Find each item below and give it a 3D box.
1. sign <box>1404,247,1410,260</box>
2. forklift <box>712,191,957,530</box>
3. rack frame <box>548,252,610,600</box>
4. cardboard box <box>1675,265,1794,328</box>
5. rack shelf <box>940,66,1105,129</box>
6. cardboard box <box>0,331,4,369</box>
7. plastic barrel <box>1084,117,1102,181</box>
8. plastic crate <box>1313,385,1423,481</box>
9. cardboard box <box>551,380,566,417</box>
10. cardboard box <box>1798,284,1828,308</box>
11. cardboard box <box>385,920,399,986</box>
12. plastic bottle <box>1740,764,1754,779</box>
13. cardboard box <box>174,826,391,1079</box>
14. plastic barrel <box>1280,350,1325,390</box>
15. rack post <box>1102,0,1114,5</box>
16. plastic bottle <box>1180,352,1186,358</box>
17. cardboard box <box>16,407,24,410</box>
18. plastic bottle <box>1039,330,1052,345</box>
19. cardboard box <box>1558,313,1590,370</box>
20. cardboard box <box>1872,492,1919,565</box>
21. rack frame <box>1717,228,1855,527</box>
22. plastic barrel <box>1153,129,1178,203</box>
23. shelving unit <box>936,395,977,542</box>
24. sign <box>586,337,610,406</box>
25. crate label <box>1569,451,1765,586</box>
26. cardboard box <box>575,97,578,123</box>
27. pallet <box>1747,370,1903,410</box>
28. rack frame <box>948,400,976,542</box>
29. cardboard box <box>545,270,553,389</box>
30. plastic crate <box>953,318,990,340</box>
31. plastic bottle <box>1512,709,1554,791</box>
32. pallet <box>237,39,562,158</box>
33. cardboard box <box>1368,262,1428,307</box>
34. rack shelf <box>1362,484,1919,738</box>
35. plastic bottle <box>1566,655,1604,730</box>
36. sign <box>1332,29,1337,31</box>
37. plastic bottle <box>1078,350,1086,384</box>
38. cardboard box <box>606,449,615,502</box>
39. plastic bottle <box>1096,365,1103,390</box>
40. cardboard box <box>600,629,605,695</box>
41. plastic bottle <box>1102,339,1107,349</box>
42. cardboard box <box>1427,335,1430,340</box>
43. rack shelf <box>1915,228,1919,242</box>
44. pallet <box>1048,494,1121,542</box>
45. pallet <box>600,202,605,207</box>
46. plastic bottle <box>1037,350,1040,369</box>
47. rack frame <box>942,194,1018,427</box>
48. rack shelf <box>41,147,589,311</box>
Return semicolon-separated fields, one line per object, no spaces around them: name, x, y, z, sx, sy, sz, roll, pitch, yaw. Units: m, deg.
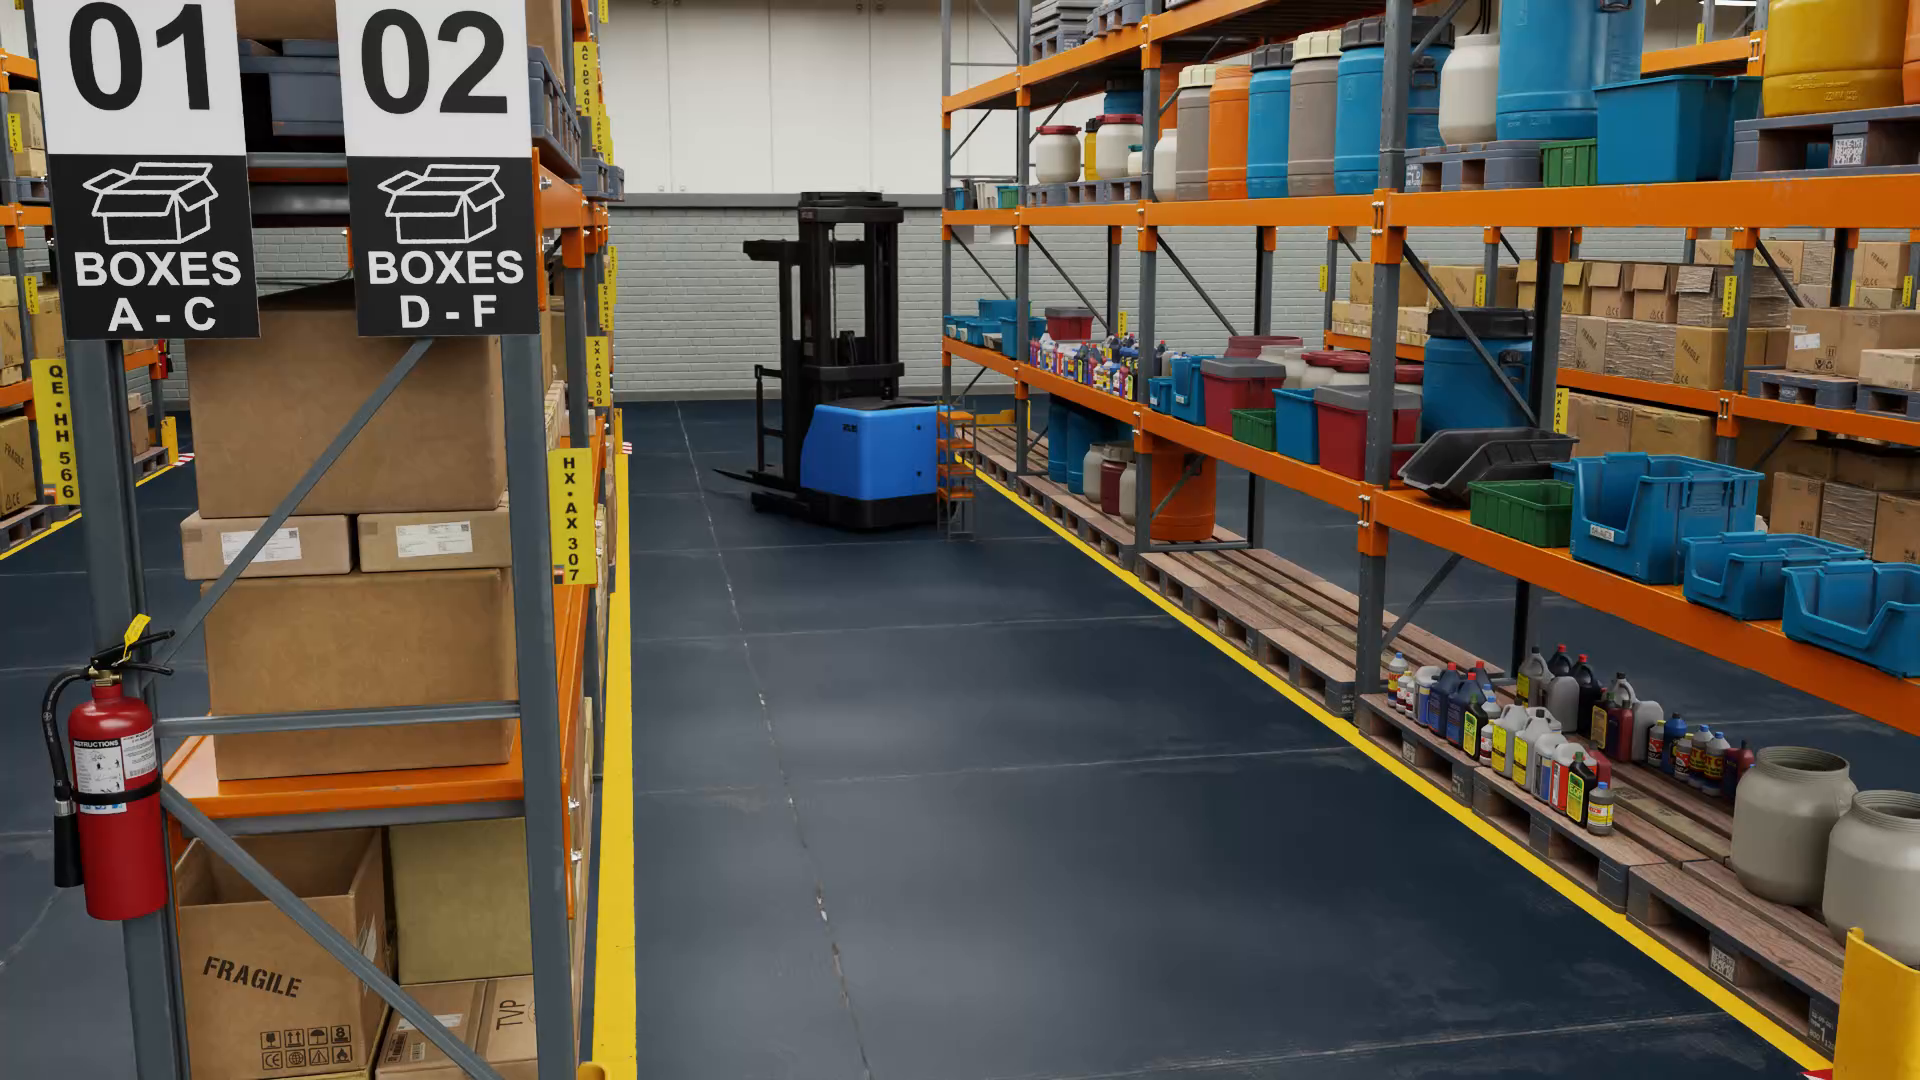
sign;5.679;-3.568;21.189;0.100;0.325;0.005;-2;11;-11
forklift;-1.318;-1.751;15.557;1.130;2.935;3.031;-8;13;-37
rack frame;-3.018;-1.039;11.631;1.000;3.000;0.127;-2;11;-11
cardboard box;6.573;-2.075;14.125;0.797;0.503;0.637;-2;11;-9
rack shelf;0.674;-4.716;17.899;1.077;0.370;4.000;-2;11;-11
cardboard box;-8.209;-1.628;13.610;0.500;0.500;0.500;-2;11;-11
plastic barrel;1.440;-3.564;15.250;0.600;0.588;0.600;0;11;0
plastic crate;2.225;-0.594;9.121;0.402;0.464;0.583;-2;11;-11
cardboard box;-1.977;-0.631;7.485;0.380;0.149;0.250;-2;11;-11
cardboard box;10.240;-2.754;19.580;0.500;0.500;0.500;-2;11;-11
cardboard box;-1.966;1.394;5.080;0.500;0.250;0.500;-2;11;-11
plastic bottle;3.330;1.045;6.992;0.097;0.201;0.097;0;11;0
cardboard box;-1.859;1.117;4.530;0.500;0.500;0.500;-2;11;-11
plastic barrel;2.333;-1.015;11.207;0.421;0.512;0.421;0;11;0
rack post;1.660;-4.259;12.710;0.954;0.300;0.937;-2;11;-11
plastic bottle;1.894;-1.465;14.186;0.061;0.283;0.133;-2;11;-11
cardboard box;-9.122;-1.234;16.485;0.380;0.149;0.250;-2;11;-12
plastic bottle;0.822;-1.844;15.993;0.144;0.351;0.185;-2;11;-11
cardboard box;5.961;-1.903;15.907;0.500;0.500;0.500;-2;11;-12
cardboard box;7.087;-0.059;11.994;0.700;0.500;0.500;-1;11;-6
rack frame;6.700;-1.398;13.520;1.000;3.000;0.127;-2;11;-11
plastic barrel;1.601;-2.678;11.925;0.421;0.512;0.421;0;11;0
shelving unit;-0.032;-0.620;14.244;0.258;1.200;0.503;-2;11;-11
sign;-1.696;-0.790;7.796;0.100;0.325;0.005;-2;11;-11
crate label;2.774;-0.096;6.583;0.502;0.435;0.616;-2;11;-11
cardboard box;-3.928;-3.874;15.563;0.700;0.500;0.500;-2;11;-11
pallet;6.943;-1.177;12.872;1.213;0.211;1.003;-2;11;-11
rack frame;0.015;-0.575;14.009;0.240;1.200;0.015;-2;11;-11
cardboard box;-2.148;-0.910;7.219;0.700;0.500;0.500;-2;11;-11
plastic crate;0.138;-2.455;19.357;0.416;0.233;0.300;-2;11;-11
plastic bottle;2.525;0.911;7.298;0.144;0.351;0.185;-2;11;-9
pallet;-1.574;-1.132;4.336;1.003;0.211;1.213;-2;11;-11
cardboard box;5.176;-3.022;19.651;0.500;0.500;0.500;-2;11;-13
rack shelf;3.008;0.236;6.859;1.077;0.370;4.000;-2;11;-11
plastic bottle;3.064;0.744;8.175;0.144;0.351;0.185;-3;11;-14
sign;4.598;-6.330;20.466;0.100;0.325;0.005;-2;11;-11
plastic bottle;1.060;-1.487;14.301;0.061;0.283;0.133;-2;11;-11
cardboard box;-3.234;-0.497;14.296;0.500;0.500;0.500;-2;11;-10
plastic bottle;1.181;-1.350;13.800;0.097;0.201;0.097;0;11;0
cardboard box;-2.174;0.663;8.923;0.500;0.250;0.500;-2;11;-10
plastic bottle;1.457;-1.830;16.122;0.152;0.276;0.135;-2;11;-11
cardboard box;5.391;-2.194;18.372;0.380;0.149;0.250;-2;11;-10
rack shelf;11.195;-3.047;16.084;1.077;0.370;4.000;-2;11;-11
pallet;1.413;-0.215;14.759;1.003;0.211;1.213;-2;11;-11
pallet;-3.738;-3.031;14.581;1.213;0.211;1.003;-2;11;-11
plastic bottle;0.782;-1.726;15.776;0.097;0.201;0.097;0;11;0
rack frame;0.285;-2.685;20.283;1.000;3.000;0.127;-2;11;-11
rack shelf;-1.851;-1.058;5.636;1.077;0.370;4.000;-2;11;-11
